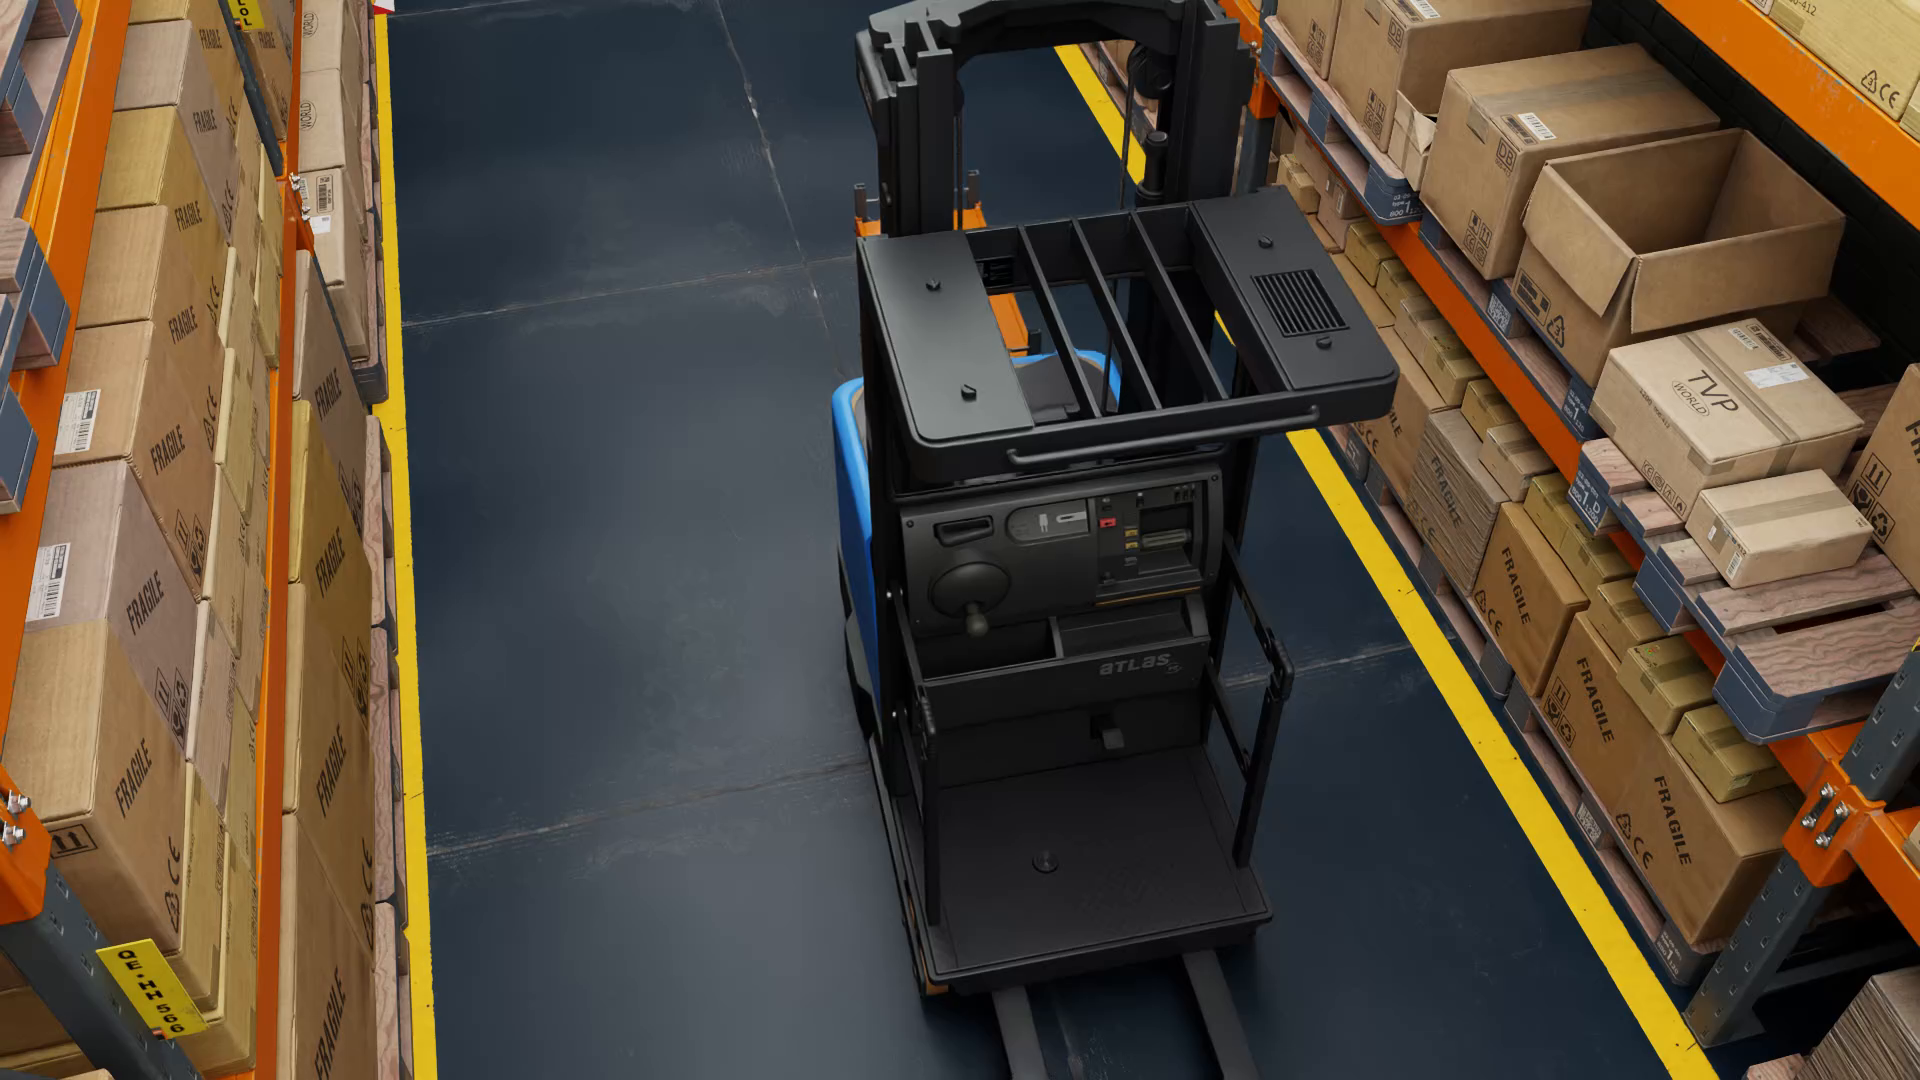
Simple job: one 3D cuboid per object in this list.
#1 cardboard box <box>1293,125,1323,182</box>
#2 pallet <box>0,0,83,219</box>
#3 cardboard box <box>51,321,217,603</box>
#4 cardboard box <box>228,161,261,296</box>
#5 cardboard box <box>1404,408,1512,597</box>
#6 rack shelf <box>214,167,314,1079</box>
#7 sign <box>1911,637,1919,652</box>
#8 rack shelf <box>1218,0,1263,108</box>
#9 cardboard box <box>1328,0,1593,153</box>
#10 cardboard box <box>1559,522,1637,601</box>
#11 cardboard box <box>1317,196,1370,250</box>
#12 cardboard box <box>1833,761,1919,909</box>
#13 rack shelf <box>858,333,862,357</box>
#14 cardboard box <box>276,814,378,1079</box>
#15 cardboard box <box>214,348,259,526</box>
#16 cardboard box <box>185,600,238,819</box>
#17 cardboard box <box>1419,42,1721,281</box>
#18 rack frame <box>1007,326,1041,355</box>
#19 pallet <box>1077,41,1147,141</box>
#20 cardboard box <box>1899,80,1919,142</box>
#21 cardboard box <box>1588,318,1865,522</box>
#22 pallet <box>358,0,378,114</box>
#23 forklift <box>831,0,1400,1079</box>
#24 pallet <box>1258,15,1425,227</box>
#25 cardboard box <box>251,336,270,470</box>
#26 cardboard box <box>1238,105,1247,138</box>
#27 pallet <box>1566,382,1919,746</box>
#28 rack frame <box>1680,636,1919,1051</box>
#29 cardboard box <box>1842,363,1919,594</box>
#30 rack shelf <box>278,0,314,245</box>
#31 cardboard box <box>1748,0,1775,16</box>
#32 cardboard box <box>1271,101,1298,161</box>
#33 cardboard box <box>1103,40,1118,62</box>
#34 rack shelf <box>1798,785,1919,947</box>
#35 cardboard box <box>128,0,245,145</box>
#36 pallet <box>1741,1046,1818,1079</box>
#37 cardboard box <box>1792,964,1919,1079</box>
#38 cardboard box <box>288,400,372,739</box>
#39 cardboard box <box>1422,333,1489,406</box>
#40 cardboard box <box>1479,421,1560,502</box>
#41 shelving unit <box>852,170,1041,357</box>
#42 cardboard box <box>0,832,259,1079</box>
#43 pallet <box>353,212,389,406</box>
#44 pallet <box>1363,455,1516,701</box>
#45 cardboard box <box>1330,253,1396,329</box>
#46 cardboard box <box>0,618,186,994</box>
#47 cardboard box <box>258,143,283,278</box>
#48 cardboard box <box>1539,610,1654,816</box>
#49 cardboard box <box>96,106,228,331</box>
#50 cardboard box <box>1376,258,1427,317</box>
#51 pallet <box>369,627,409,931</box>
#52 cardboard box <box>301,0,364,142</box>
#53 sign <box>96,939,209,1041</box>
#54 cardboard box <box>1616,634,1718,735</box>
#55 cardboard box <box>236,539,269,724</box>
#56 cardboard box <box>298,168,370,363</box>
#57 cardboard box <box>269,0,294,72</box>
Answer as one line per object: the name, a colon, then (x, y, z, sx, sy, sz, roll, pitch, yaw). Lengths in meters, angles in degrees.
cardboard box: (1.652, -1.671, 7.081, 0.380, 0.149, 0.250, -11, 47, -11)
pallet: (-2.520, -0.871, 3.535, 1.003, 0.211, 1.213, -9, 46, -8)
cardboard box: (-2.158, -0.152, 4.028, 0.500, 0.500, 0.500, -9, 46, -9)
cardboard box: (-2.555, -0.961, 5.347, 0.500, 0.250, 0.500, -10, 46, -9)
cardboard box: (2.061, -0.179, 6.281, 0.500, 0.500, 0.500, -12, 47, -12)
rack shelf: (-2.526, 0.190, 4.967, 1.077, 0.370, 4.000, -11, 47, -10)
sign: (2.261, 0.137, 3.760, 0.100, 0.325, 0.005, -11, 47, -10)
rack shelf: (1.247, -3.482, 8.566, 1.077, 0.370, 4.000, -11, 47, -10)
cardboard box: (1.799, -1.802, 6.052, 0.700, 0.500, 0.500, -10, 46, -10)
cardboard box: (2.263, 0.052, 5.601, 0.380, 0.149, 0.250, -9, 46, -9)
cardboard box: (1.739, -1.378, 7.003, 0.380, 0.149, 0.250, -12, 47, -11)
cardboard box: (2.946, 0.795, 5.327, 0.500, 0.500, 0.500, -9, 46, -9)
rack shelf: (-0.065, -0.506, 6.801, 0.538, 0.278, 1.000, -9, 46, -8)
cardboard box: (-2.111, 1.424, 4.448, 0.875, 0.875, 0.875, -11, 47, -11)
cardboard box: (-2.269, -0.254, 4.654, 0.500, 0.250, 0.500, -10, 46, -10)
cardboard box: (-2.037, 0.445, 3.969, 0.500, 0.250, 0.500, -10, 46, -9)
cardboard box: (2.000, -1.260, 5.521, 0.700, 0.500, 0.500, -11, 47, -11)
rack frame: (0.041, -0.322, 6.278, 0.500, 1.125, 0.032, -9, 46, -8)
pallet: (1.268, -2.695, 9.243, 1.003, 0.211, 1.213, -11, 47, -10)
cardboard box: (2.417, -0.898, 3.535, 0.500, 0.250, 0.500, -12, 47, -12)
cardboard box: (2.200, -0.355, 4.808, 0.500, 0.250, 0.500, -13, 47, -12)
pallet: (-3.782, -2.690, 9.239, 1.003, 0.211, 1.213, -11, 47, -10)
forklift: (0.344, 0.128, 4.572, 1.130, 2.935, 3.031, -9, 46, -8)
pallet: (1.858, -1.714, 6.464, 1.003, 0.211, 1.213, -11, 47, -10)
cardboard box: (-2.440, -0.423, 5.169, 0.500, 0.250, 0.500, -12, 47, -11)
cardboard box: (1.241, -2.120, 8.348, 0.396, 0.266, 0.258, -9, 46, -9)
pallet: (2.542, 0.021, 4.764, 1.213, 0.211, 1.003, -11, 47, -10)
rack frame: (2.783, 0.409, 4.249, 1.000, 3.000, 0.127, -11, 47, -10)
cardboard box: (2.802, -0.157, 4.439, 0.500, 0.500, 0.500, -9, 46, -8)
rack shelf: (-3.550, -2.571, 7.674, 1.077, 0.370, 4.000, -11, 47, -10)
cardboard box: (2.159, -1.591, 4.213, 0.500, 0.250, 0.500, -11, 47, -10)
cardboard box: (1.818, -2.058, 8.255, 0.500, 0.311, 0.500, -9, 46, -9)
cardboard box: (1.020, -2.966, 9.013, 0.500, 0.500, 0.500, -10, 46, -10)
rack shelf: (3.295, 2.042, 3.153, 1.077, 0.370, 4.000, -11, 47, -10)
cardboard box: (-2.681, -1.565, 5.413, 0.500, 0.500, 0.500, -9, 46, -9)
pallet: (2.956, 1.961, 4.681, 1.003, 0.211, 1.213, -11, 47, -10)
cardboard box: (2.929, 1.526, 4.523, 0.875, 0.625, 0.625, -9, 46, -9)
cardboard box: (-2.564, 0.190, 5.657, 0.875, 0.875, 0.875, -9, 46, -9)
cardboard box: (1.988, -0.665, 6.304, 0.380, 0.149, 0.250, -9, 46, -9)
cardboard box: (2.099, -0.305, 5.951, 0.380, 0.149, 0.250, -13, 47, -12)
shelving unit: (-0.065, -0.677, 6.626, 0.538, 1.125, 1.048, -9, 46, -8)
cardboard box: (-1.896, 0.988, 3.787, 0.500, 0.250, 0.500, -11, 47, -11)
pallet: (-3.157, -1.006, 7.588, 1.003, 0.211, 1.213, -11, 47, -10)
pallet: (2.320, 0.022, 6.581, 1.003, 0.211, 1.213, -11, 47, -10)
cardboard box: (1.811, -0.884, 6.972, 0.500, 0.500, 0.500, -11, 47, -11)
cardboard box: (-1.904, 0.549, 3.342, 0.500, 0.500, 0.500, -12, 47, -12)
cardboard box: (-2.680, -1.126, 5.859, 0.500, 0.250, 0.500, -12, 47, -11)
cardboard box: (2.349, 0.537, 5.580, 0.500, 0.500, 0.500, -11, 47, -11)
cardboard box: (-2.431, -0.855, 4.718, 0.500, 0.500, 0.500, -9, 46, -9)
cardboard box: (1.899, -1.016, 6.648, 0.380, 0.149, 0.250, -11, 47, -11)
pallet: (-2.452, 0.896, 5.724, 1.003, 0.211, 1.213, -11, 47, -10)
cardboard box: (-3.554, -2.387, 8.489, 0.875, 0.438, 0.875, -10, 46, -9)
sign: (-1.492, 0.836, 3.075, 0.100, 0.325, 0.005, -11, 47, -10)
cardboard box: (2.312, 0.432, 5.228, 0.380, 0.149, 0.250, -13, 47, -12)
cardboard box: (-2.174, 0.273, 4.487, 0.500, 0.250, 0.500, -9, 46, -9)
cardboard box: (-3.095, -1.146, 7.273, 0.875, 0.438, 0.875, -11, 47, -11)
cardboard box: (-3.030, -2.197, 6.733, 0.500, 0.500, 0.500, -10, 47, -10)
